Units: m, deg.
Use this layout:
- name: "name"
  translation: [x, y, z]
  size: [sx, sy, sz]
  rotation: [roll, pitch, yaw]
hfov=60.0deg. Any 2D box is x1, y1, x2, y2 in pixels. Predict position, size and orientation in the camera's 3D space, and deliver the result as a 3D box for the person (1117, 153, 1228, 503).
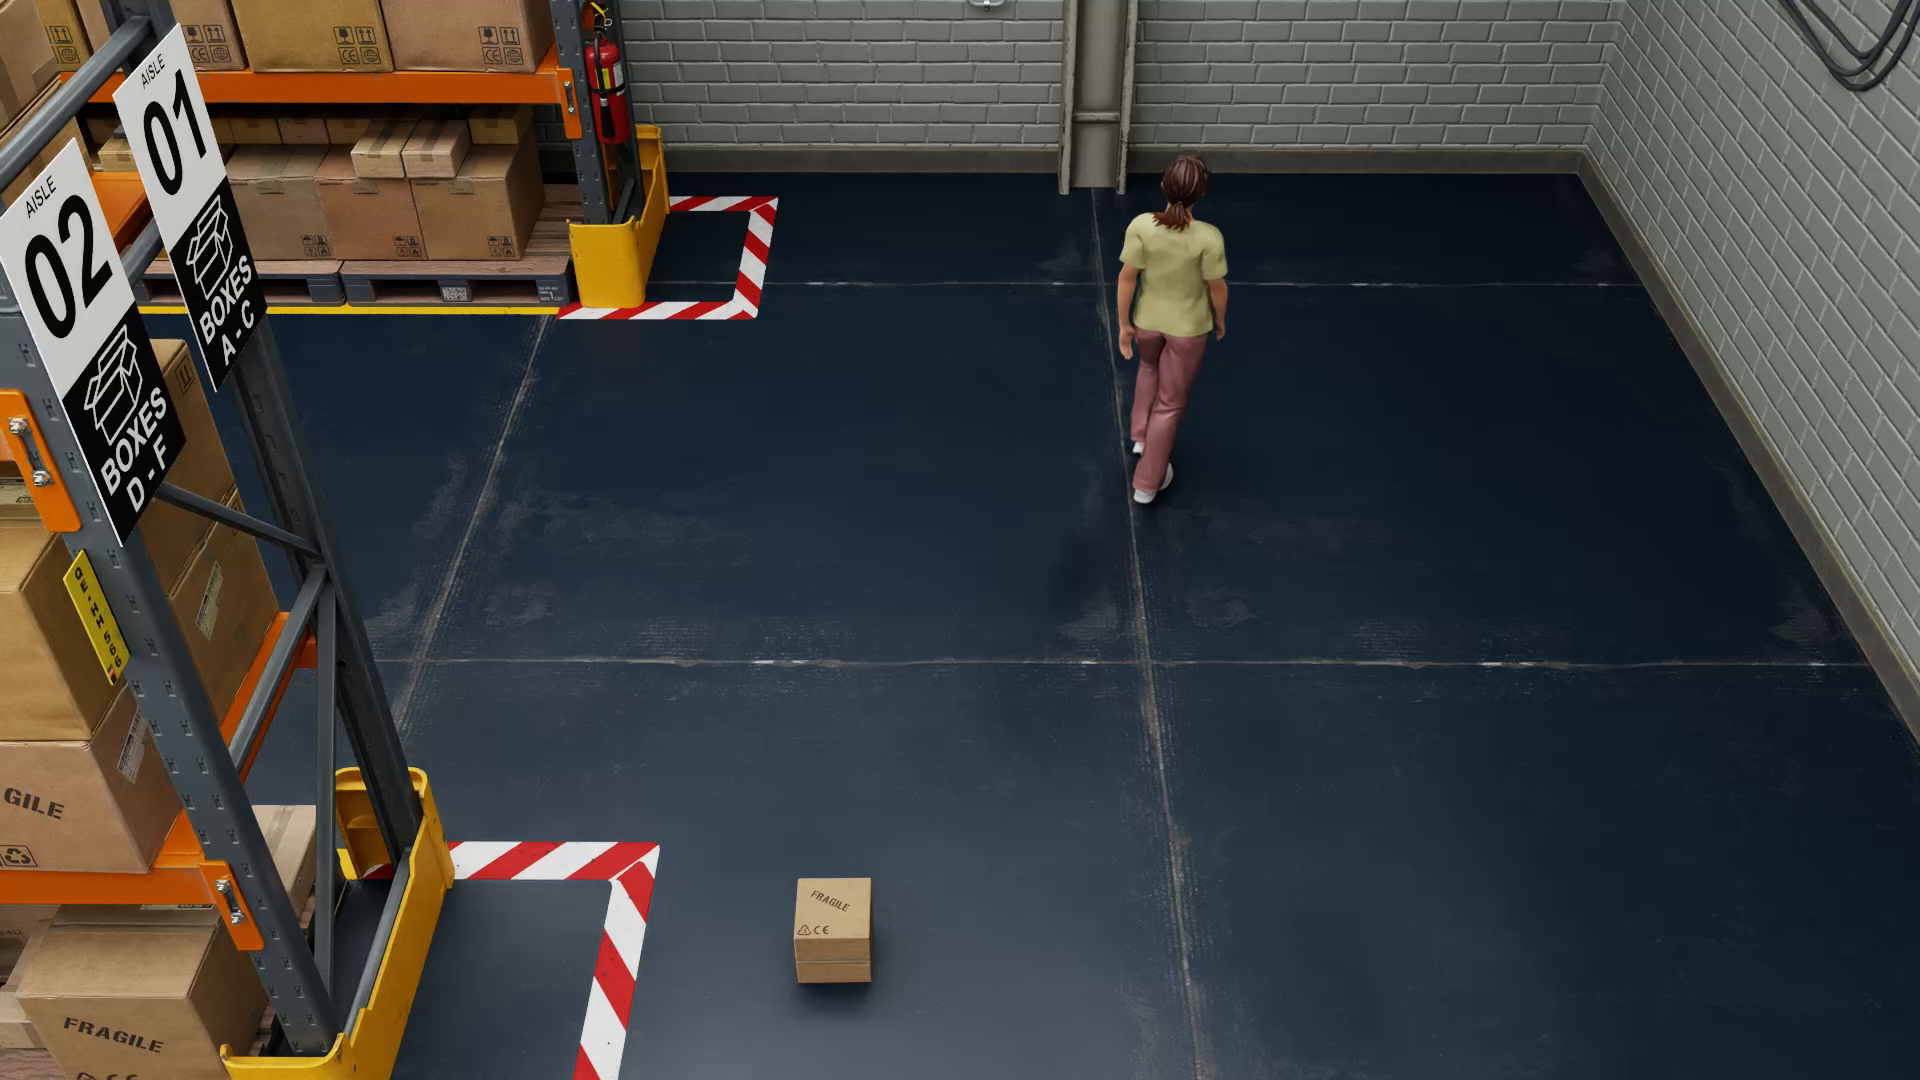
- name: "person"
  translation: [0.937, -0.918, 7.280]
  size: [0.444, 1.722, 0.535]
  rotation: [19, 43, 21]
